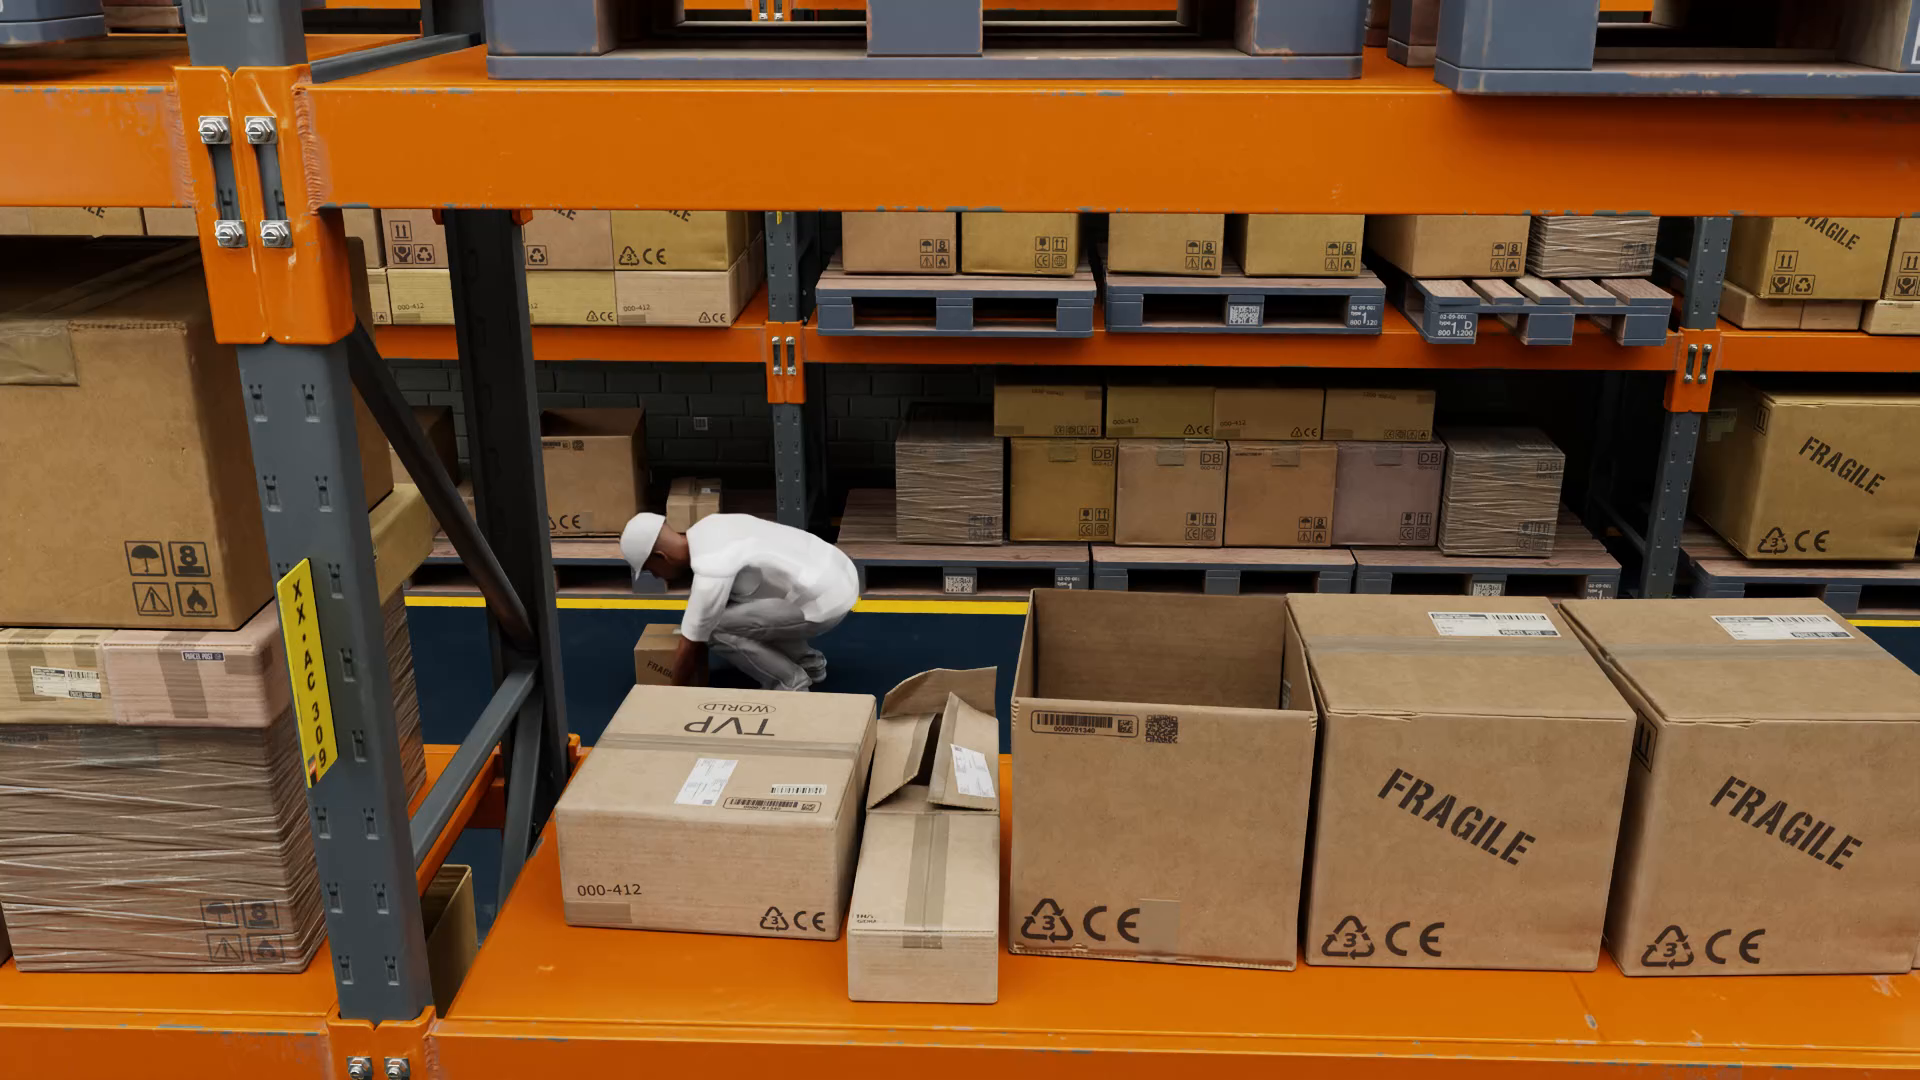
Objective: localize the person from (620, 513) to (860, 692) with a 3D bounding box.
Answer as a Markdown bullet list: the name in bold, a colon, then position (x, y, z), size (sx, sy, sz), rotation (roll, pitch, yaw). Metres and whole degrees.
- **person**: position (-0.877, 0.299, 6.728), size (0.938, 0.877, 0.540), rotation (0, 21, 1)
